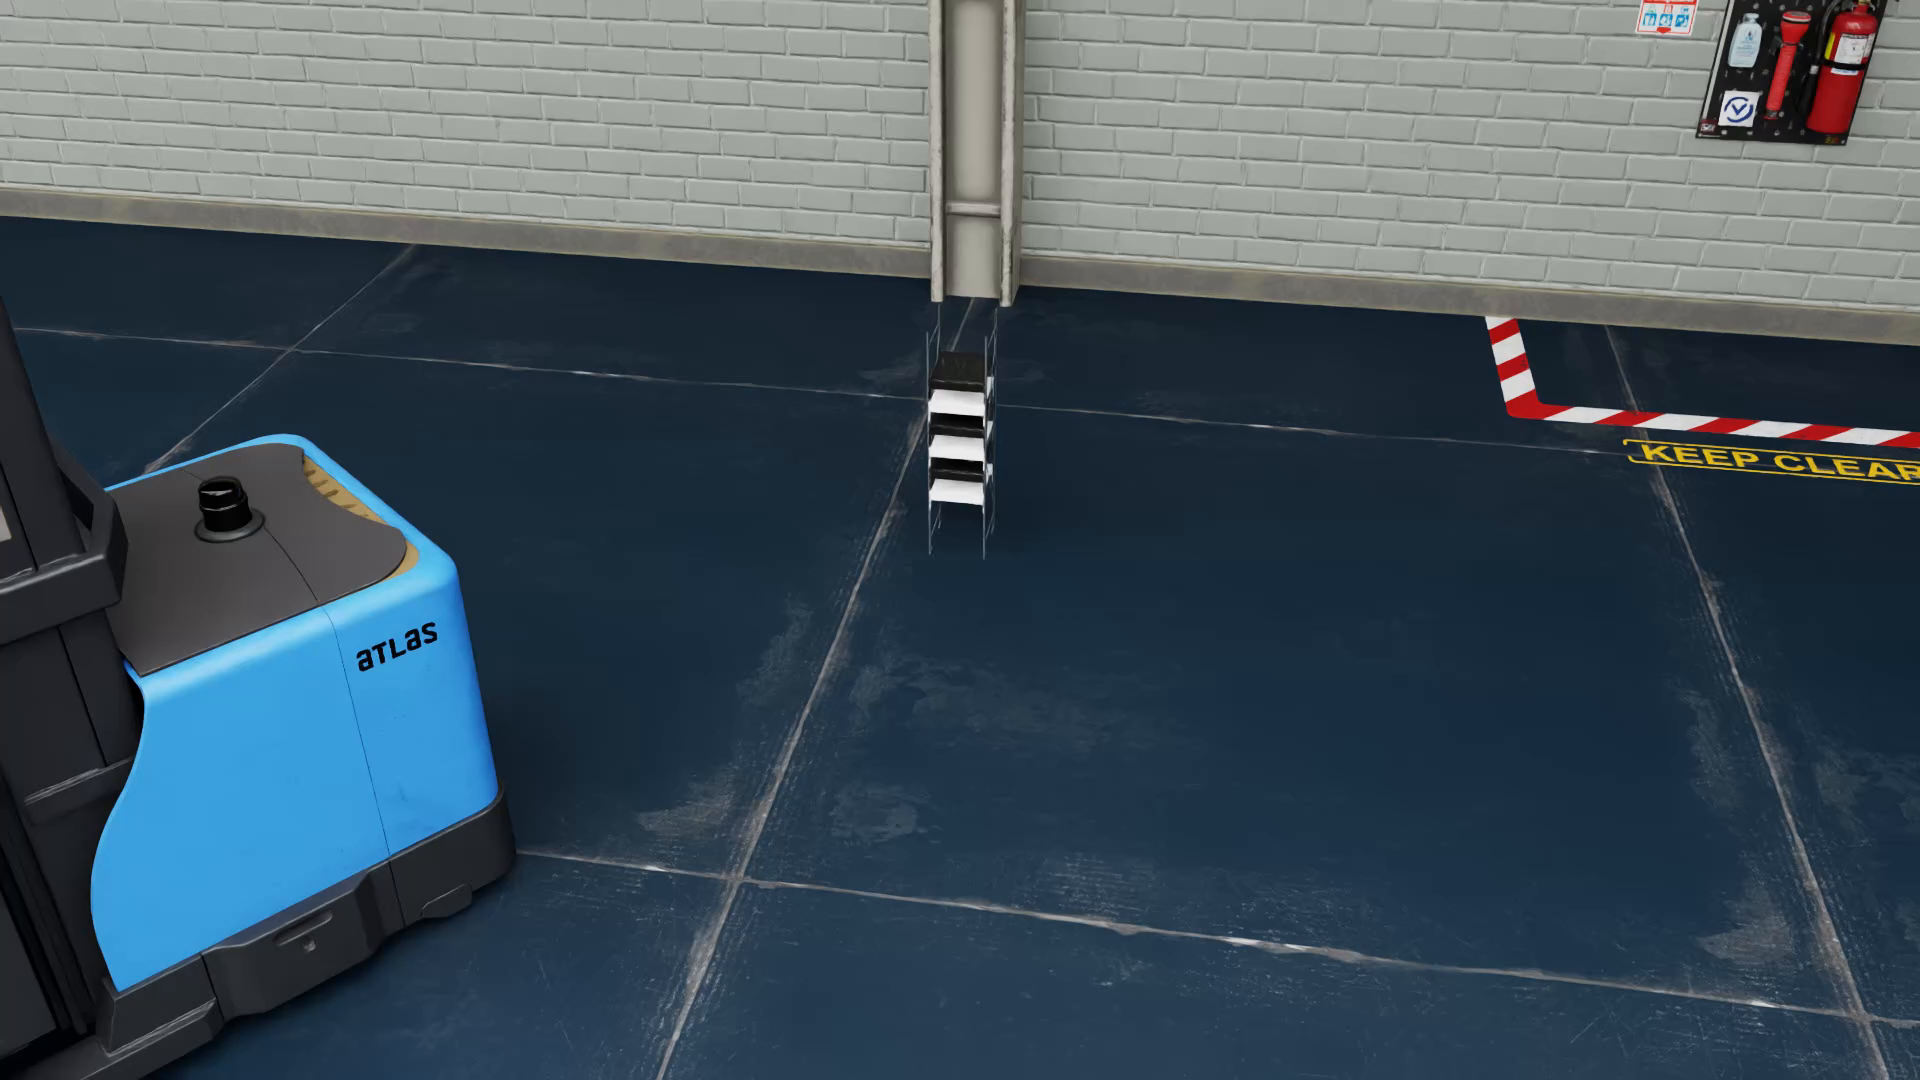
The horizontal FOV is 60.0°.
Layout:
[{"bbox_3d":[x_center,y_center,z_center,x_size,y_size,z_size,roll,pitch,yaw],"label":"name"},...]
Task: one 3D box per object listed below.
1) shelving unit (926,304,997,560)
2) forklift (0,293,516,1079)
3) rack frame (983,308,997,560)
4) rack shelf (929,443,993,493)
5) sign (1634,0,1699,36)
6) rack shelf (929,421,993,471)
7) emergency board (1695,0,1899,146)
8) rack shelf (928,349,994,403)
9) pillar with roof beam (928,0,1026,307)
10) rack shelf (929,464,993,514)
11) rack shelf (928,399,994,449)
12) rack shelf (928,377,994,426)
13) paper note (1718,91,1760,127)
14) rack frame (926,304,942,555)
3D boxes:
[{"bbox_3d":[0.008,-0.381,6.010,0.210,0.900,0.258,5,32,8],"label":"shelving unit"},{"bbox_3d":[-2.678,0.058,3.394,3.031,2.935,1.130,-26,40,-35],"label":"forklift"},{"bbox_3d":[0.108,-0.372,5.996,0.006,0.900,0.240,5,32,8],"label":"rack frame"},{"bbox_3d":[0.008,-0.276,6.076,0.200,0.077,0.258,5,32,8],"label":"rack shelf"},{"bbox_3d":[3.036,-2.322,7.099,0.234,0.329,0.001,5,32,8],"label":"sign"},{"bbox_3d":[0.008,-0.352,6.028,0.200,0.077,0.258,5,32,8],"label":"rack shelf"},{"bbox_3d":[3.564,-2.204,6.944,0.643,1.169,0.194,5,32,8],"label":"emergency board"},{"bbox_3d":[0.008,-0.581,5.884,0.200,0.077,0.258,5,32,8],"label":"rack shelf"},{"bbox_3d":[-0.645,-2.790,2.226,0.400,9.000,9.100,5,32,8],"label":"pillar with roof beam"},{"bbox_3d":[0.008,-0.200,6.123,0.200,0.077,0.258,5,32,8],"label":"rack shelf"},{"bbox_3d":[0.008,-0.429,5.980,0.200,0.077,0.258,5,32,8],"label":"rack shelf"},{"bbox_3d":[0.008,-0.505,5.932,0.200,0.077,0.258,5,32,8],"label":"rack shelf"},{"bbox_3d":[3.401,-1.882,7.260,0.142,0.148,0.016,5,32,8],"label":"paper note"},{"bbox_3d":[-0.092,-0.390,6.025,0.006,0.900,0.240,5,32,8],"label":"rack frame"}]
